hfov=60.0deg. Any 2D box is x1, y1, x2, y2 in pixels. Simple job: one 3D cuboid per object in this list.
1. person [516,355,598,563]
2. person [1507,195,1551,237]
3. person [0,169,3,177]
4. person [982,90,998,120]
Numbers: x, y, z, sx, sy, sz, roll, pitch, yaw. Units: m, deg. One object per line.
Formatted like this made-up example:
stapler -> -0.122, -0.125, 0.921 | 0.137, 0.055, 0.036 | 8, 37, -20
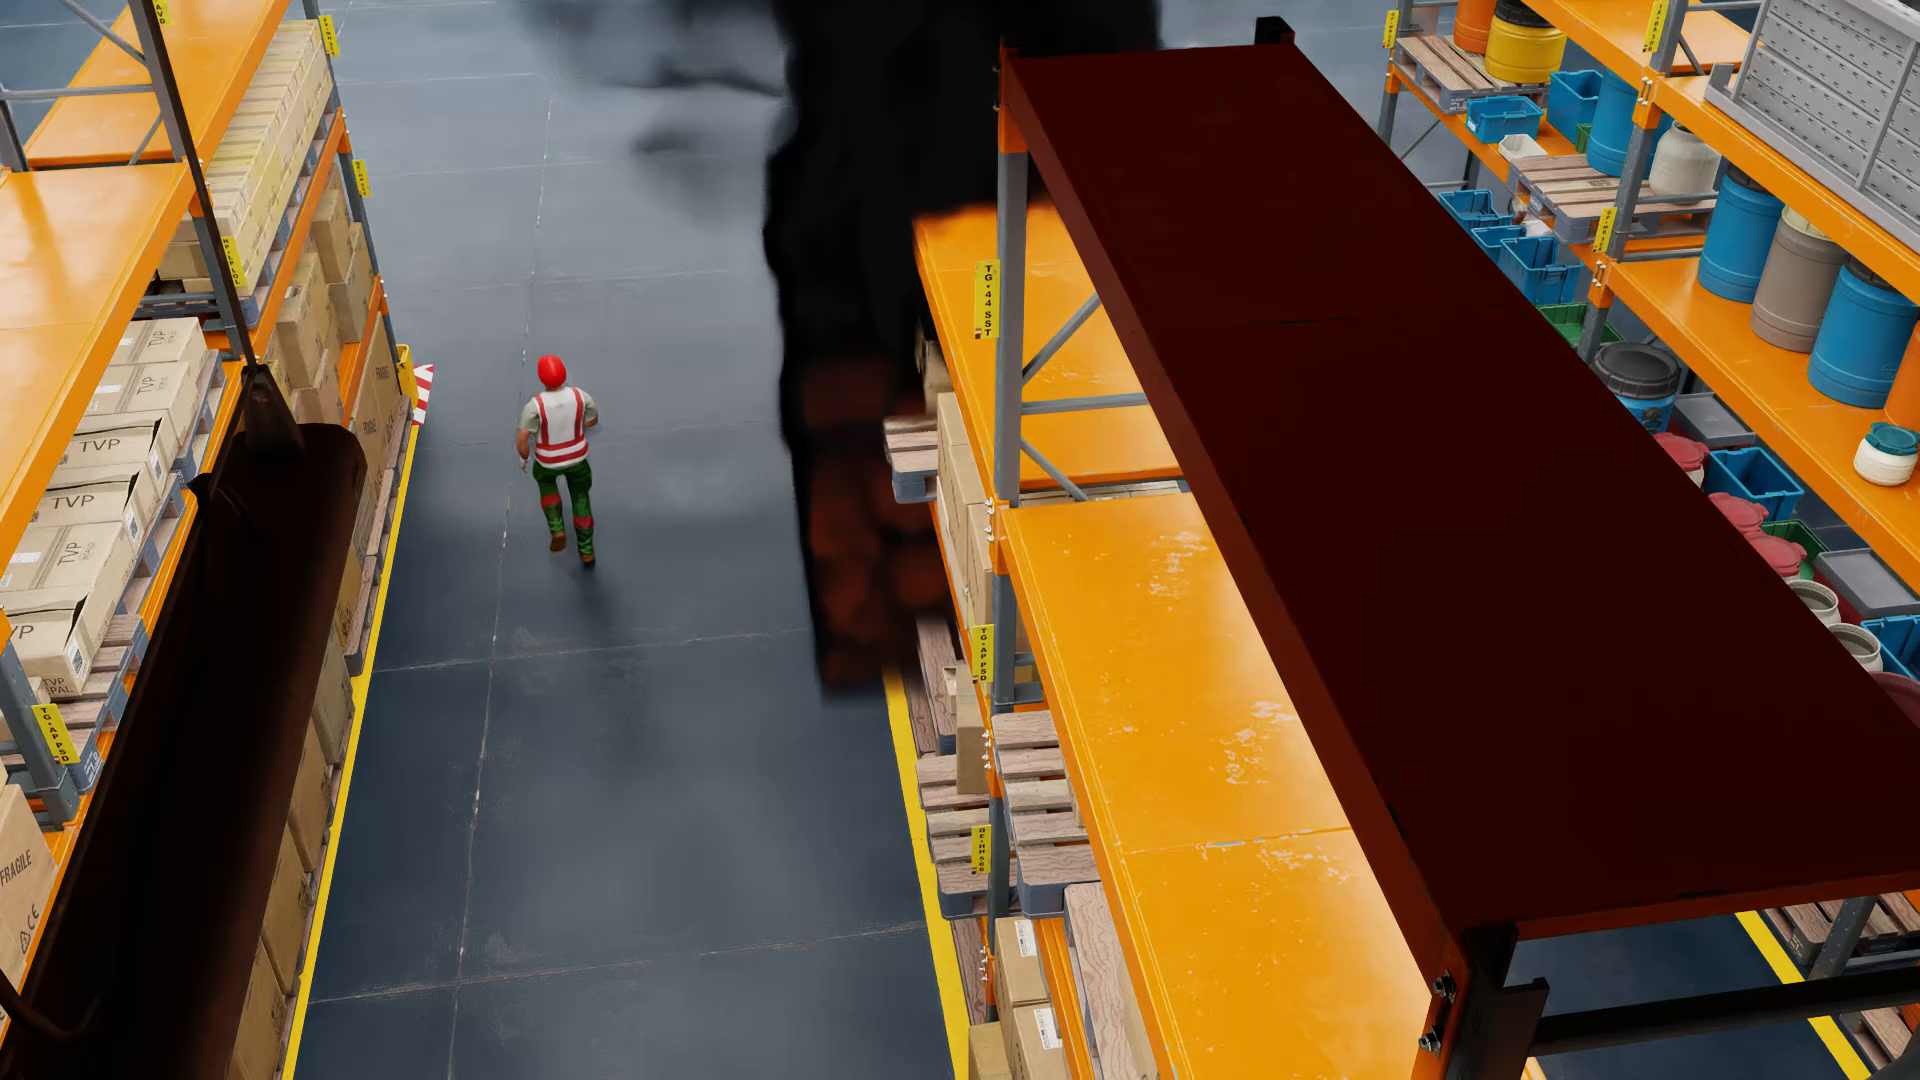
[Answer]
person -> -3.104, -0.674, 12.876 | 0.657, 1.753, 0.651 | -13, 38, -18
person -> 5.507, -2.957, 16.076 | 0.627, 1.678, 0.788 | -19, 40, -24
person -> -10.972, -4.646, 18.290 | 0.893, 1.781, 0.751 | 24, 43, 29
person -> 0.501, -4.429, 18.127 | 0.870, 1.593, 0.541 | 11, 38, 14
